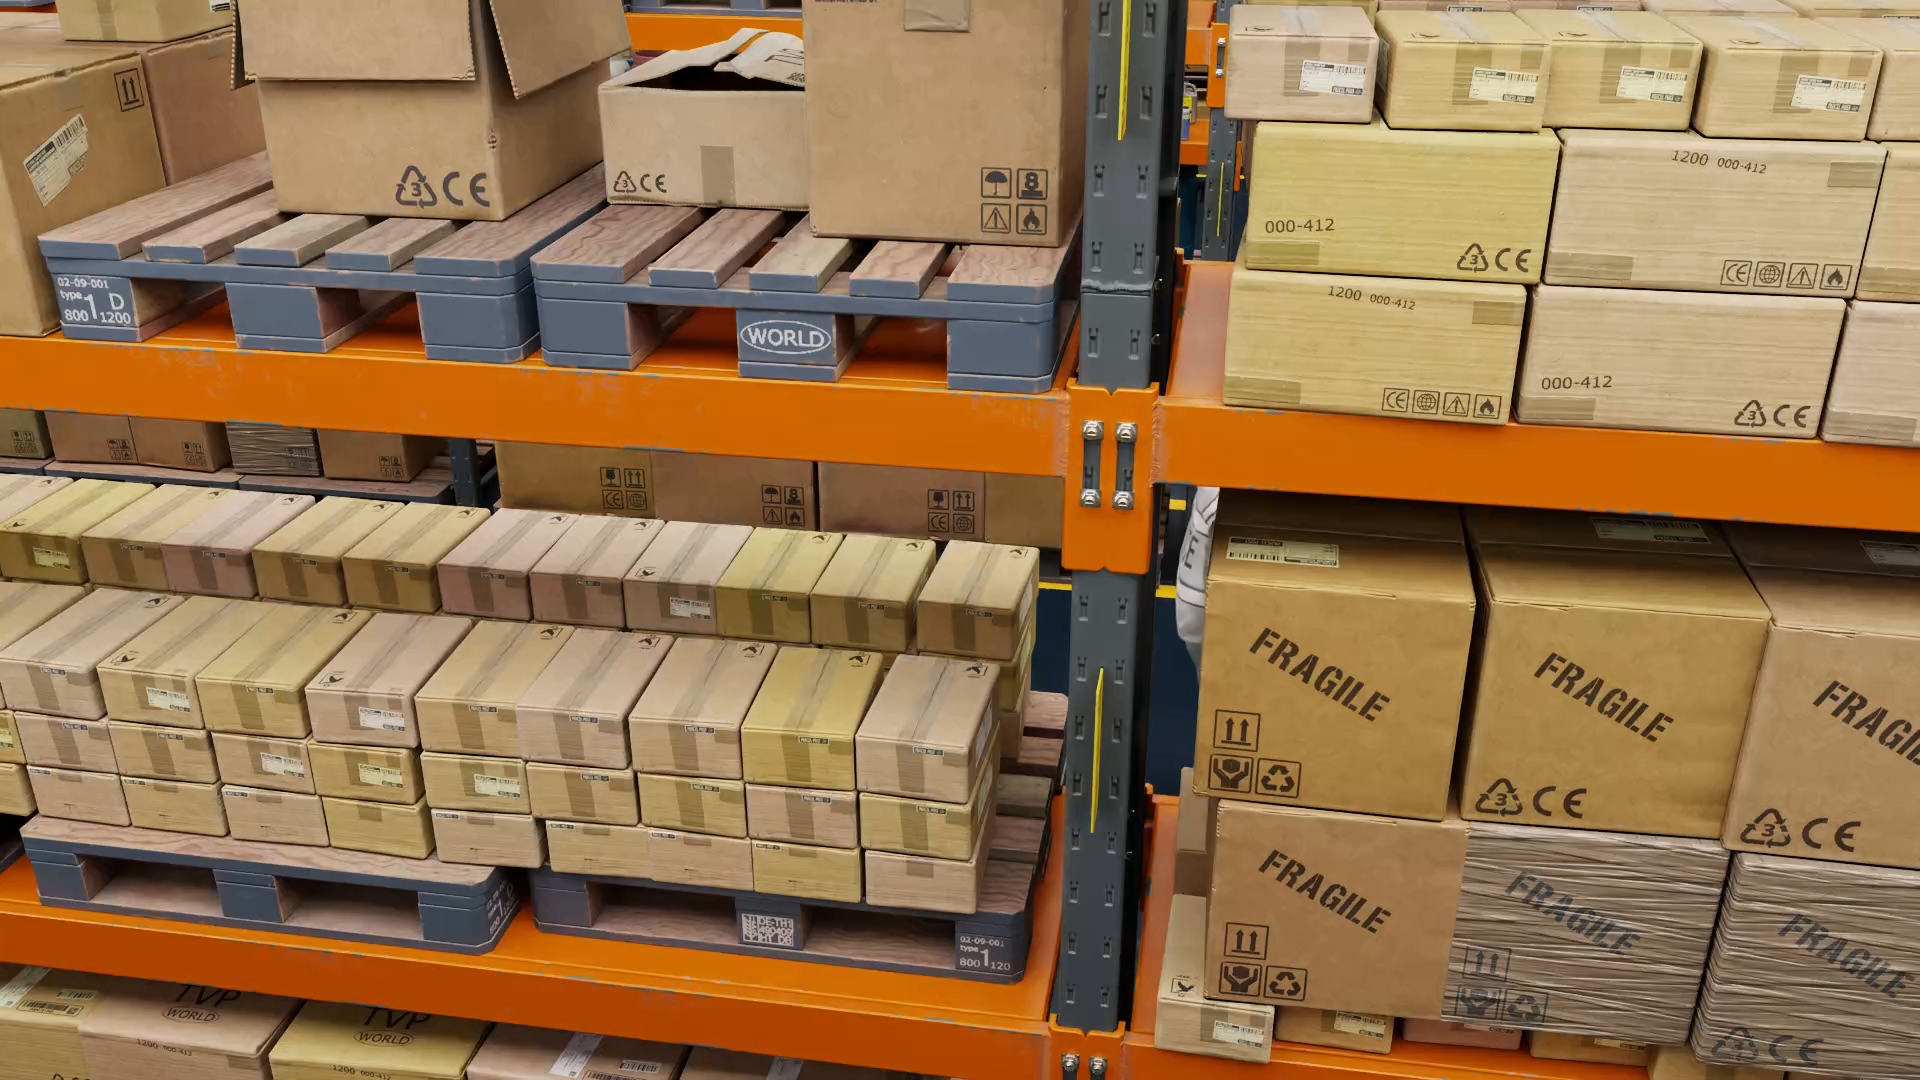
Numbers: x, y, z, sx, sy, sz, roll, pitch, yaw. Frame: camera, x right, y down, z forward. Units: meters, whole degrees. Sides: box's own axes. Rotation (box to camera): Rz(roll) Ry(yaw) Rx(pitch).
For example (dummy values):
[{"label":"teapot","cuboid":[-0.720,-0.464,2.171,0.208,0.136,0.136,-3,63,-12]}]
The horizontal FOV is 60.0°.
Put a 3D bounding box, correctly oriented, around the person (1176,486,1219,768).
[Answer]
[{"label":"person","cuboid":[1.043,0.316,6.406,0.434,1.754,0.563,3,25,7]}]
